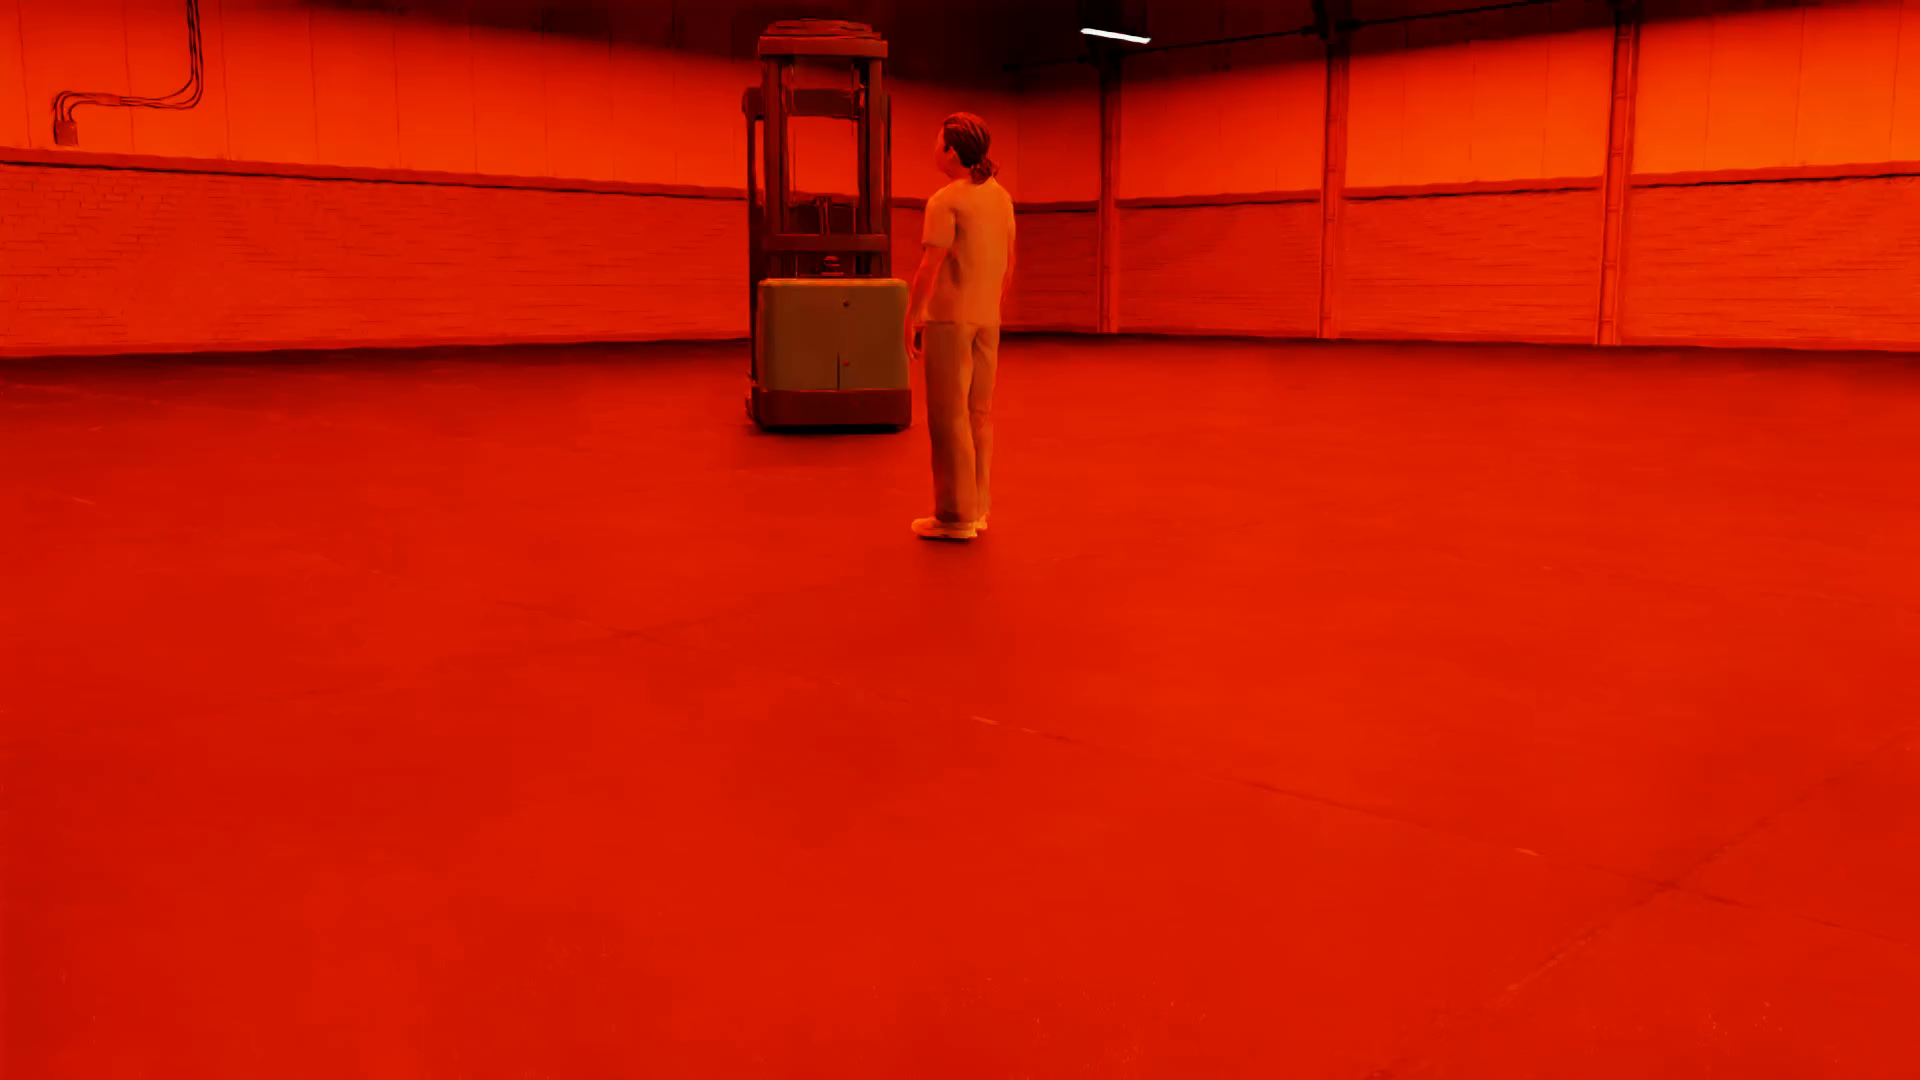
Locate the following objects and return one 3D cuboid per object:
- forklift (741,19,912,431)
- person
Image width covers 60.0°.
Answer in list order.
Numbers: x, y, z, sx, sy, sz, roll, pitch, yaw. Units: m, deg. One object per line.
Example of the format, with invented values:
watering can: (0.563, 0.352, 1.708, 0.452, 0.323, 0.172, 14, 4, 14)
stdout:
forklift: (-1.108, -2.411, 12.889, 1.130, 2.935, 3.031, -2, 9, -10)
person: (-0.044, -0.845, 6.652, 0.548, 1.674, 0.550, 8, 12, 43)
